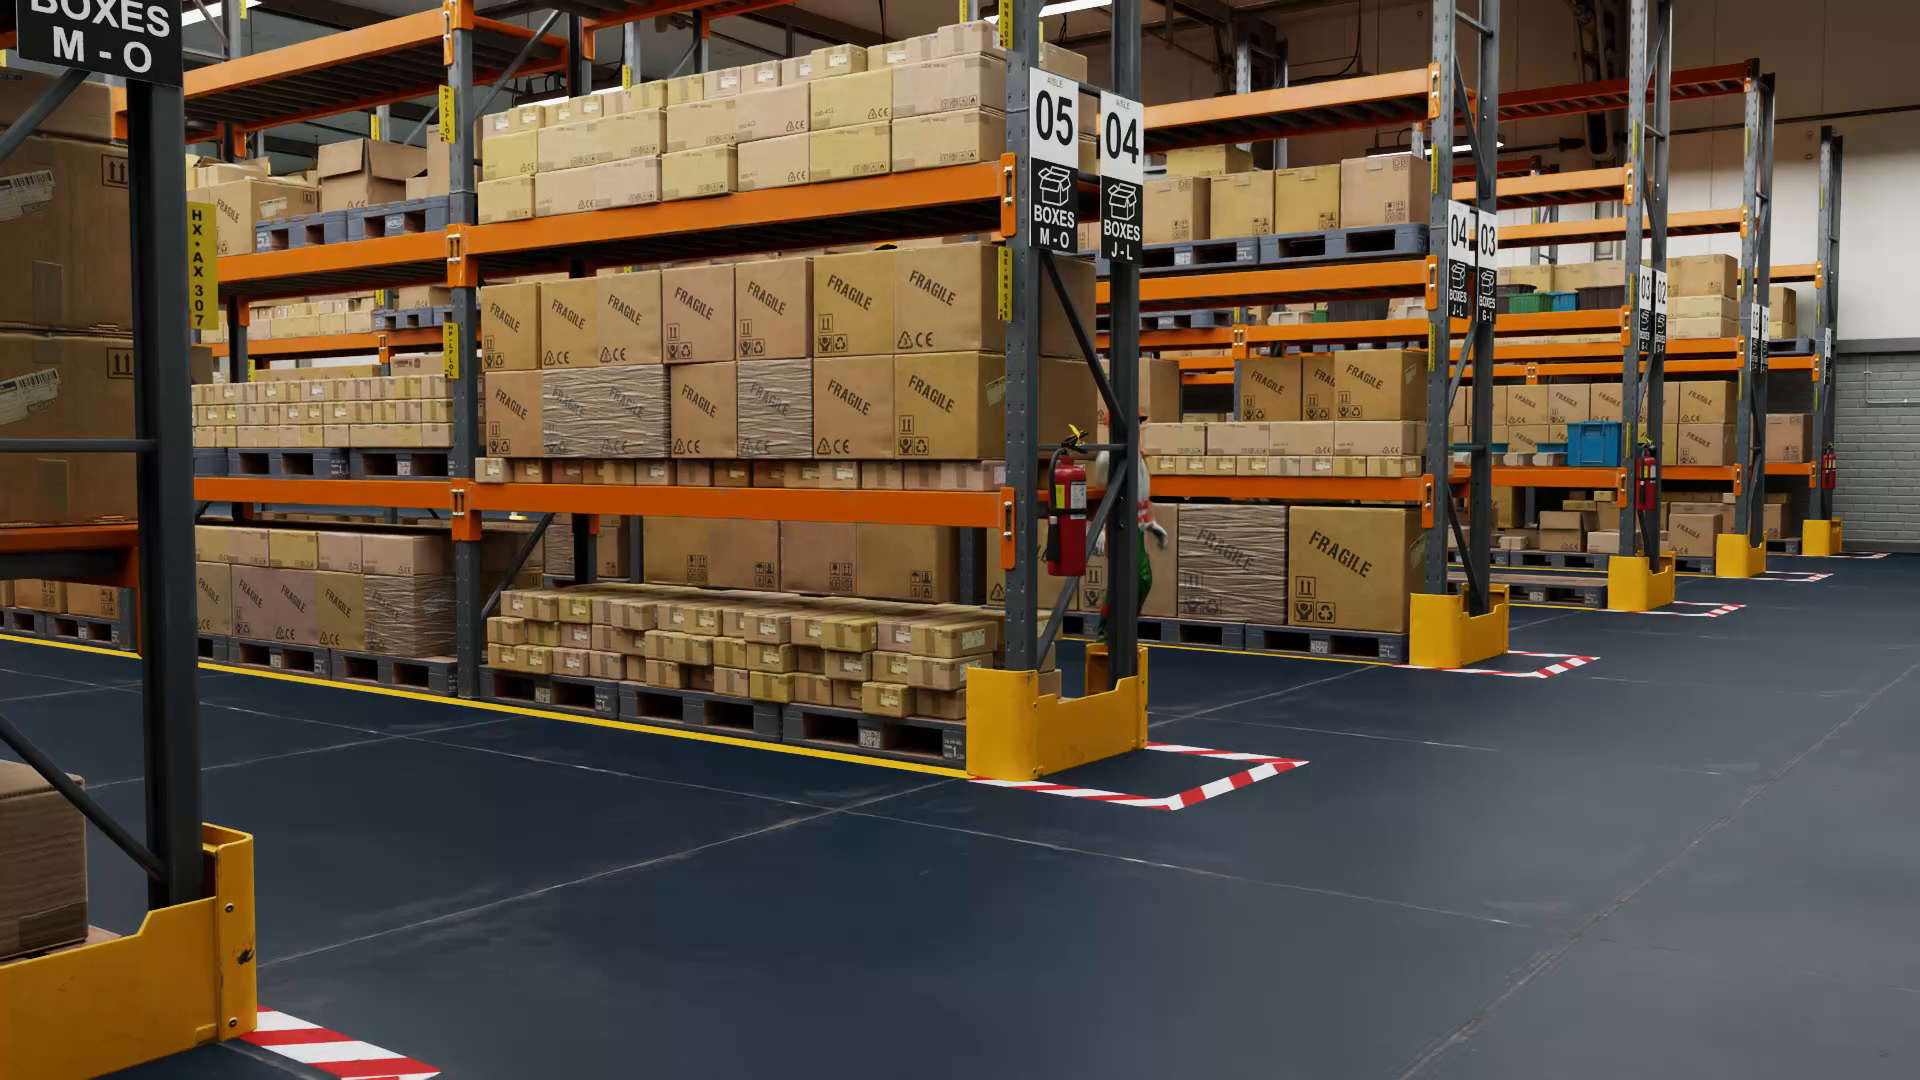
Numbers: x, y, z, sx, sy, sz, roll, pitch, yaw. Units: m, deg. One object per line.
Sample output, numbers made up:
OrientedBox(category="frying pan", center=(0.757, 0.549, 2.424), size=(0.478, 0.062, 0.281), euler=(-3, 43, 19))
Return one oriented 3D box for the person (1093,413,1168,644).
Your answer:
OrientedBox(category="person", center=(1.179, -0.033, 11.712), size=(0.511, 1.838, 0.543), euler=(2, 4, 31))
